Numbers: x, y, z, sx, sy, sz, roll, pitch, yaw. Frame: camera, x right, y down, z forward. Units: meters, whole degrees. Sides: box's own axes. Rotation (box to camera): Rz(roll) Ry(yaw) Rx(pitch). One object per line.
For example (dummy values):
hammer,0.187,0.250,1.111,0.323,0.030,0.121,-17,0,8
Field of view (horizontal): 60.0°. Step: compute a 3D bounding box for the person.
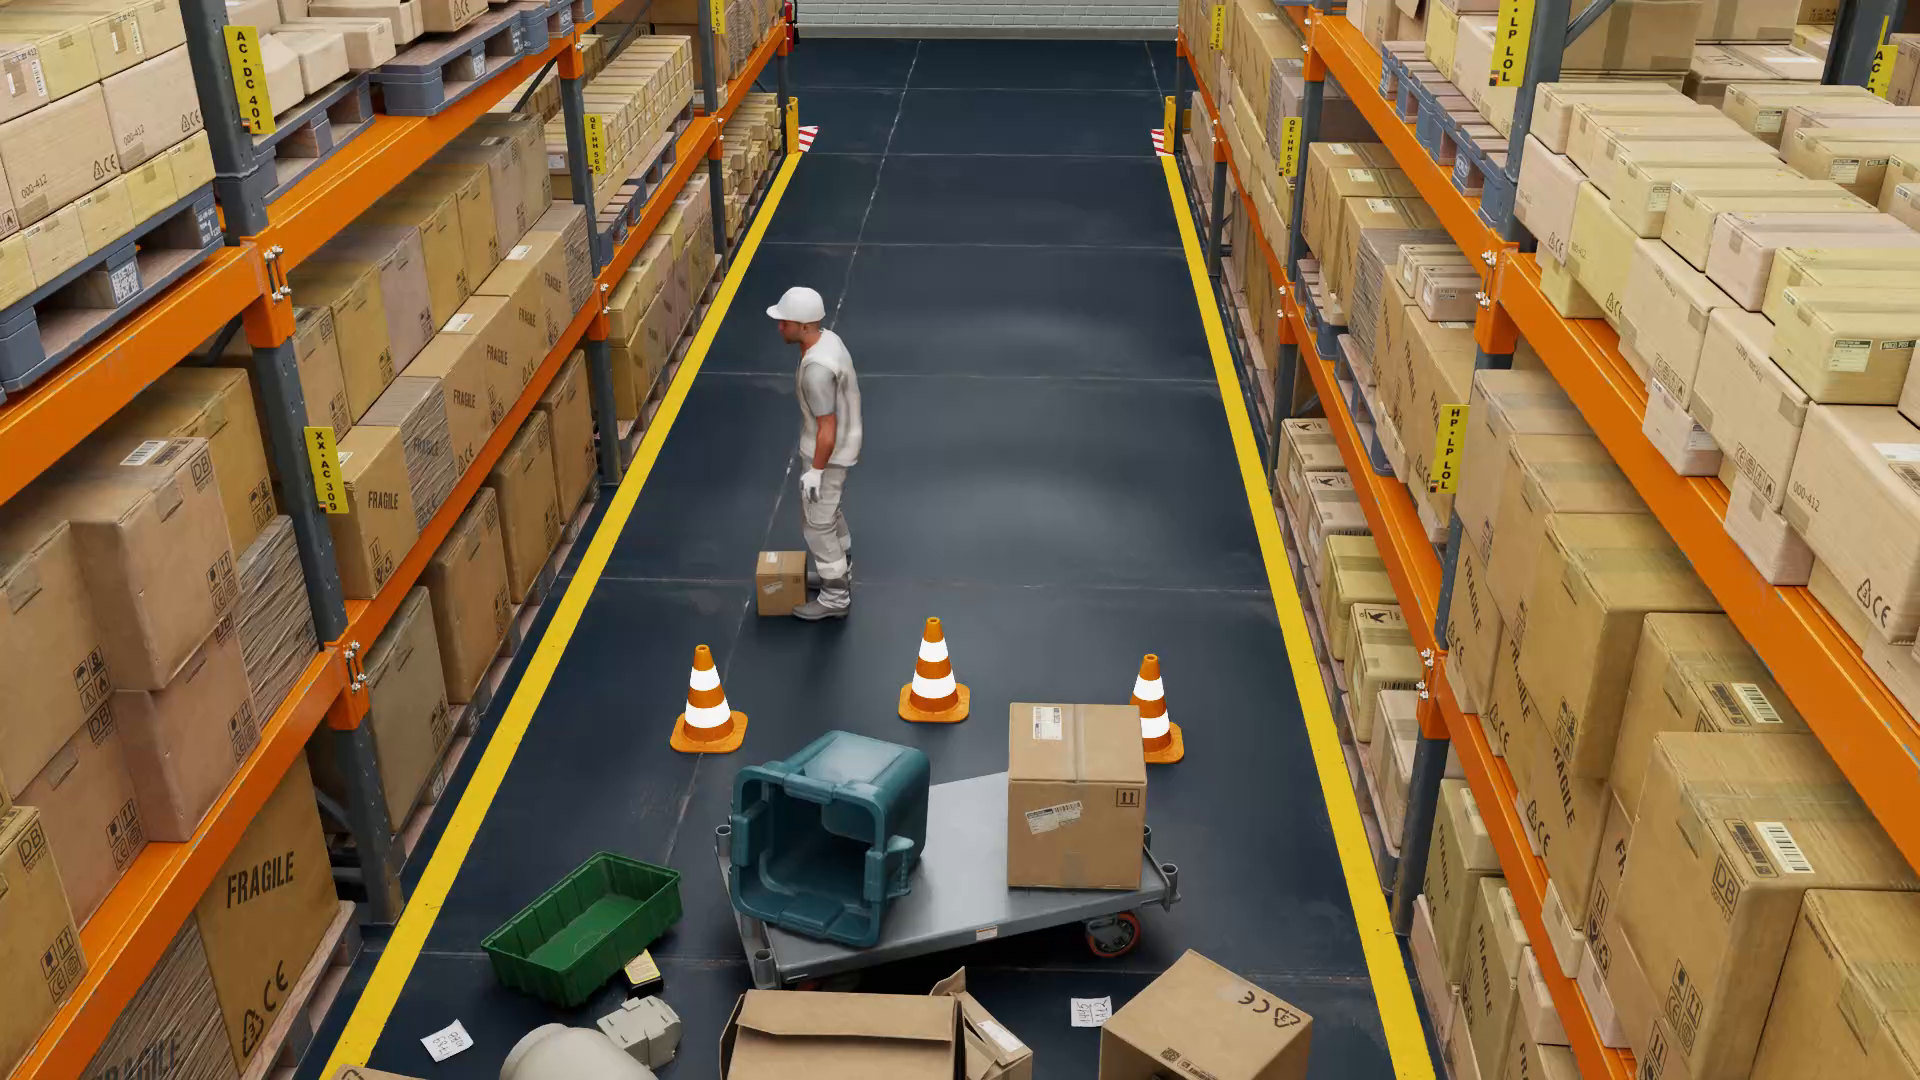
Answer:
person,-0.713,-0.437,8.435,0.446,1.780,0.620,0,28,-1
